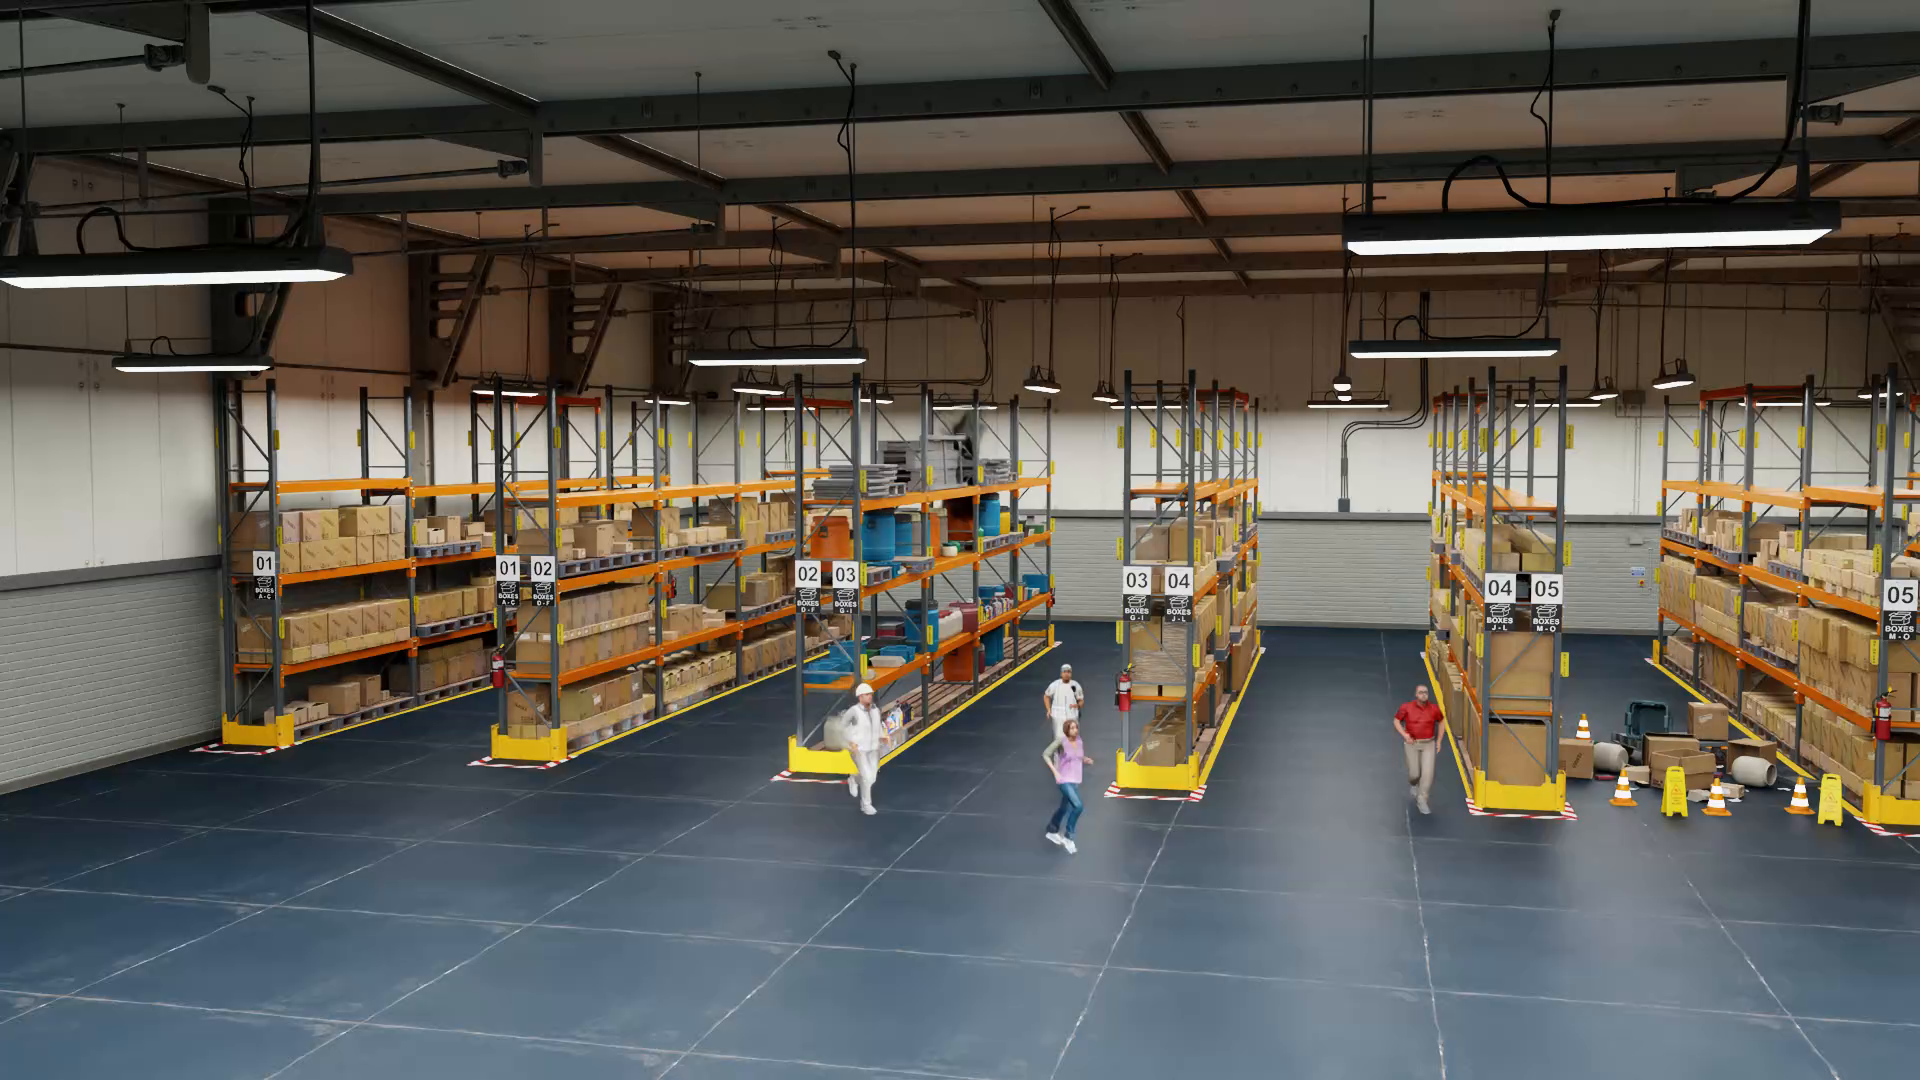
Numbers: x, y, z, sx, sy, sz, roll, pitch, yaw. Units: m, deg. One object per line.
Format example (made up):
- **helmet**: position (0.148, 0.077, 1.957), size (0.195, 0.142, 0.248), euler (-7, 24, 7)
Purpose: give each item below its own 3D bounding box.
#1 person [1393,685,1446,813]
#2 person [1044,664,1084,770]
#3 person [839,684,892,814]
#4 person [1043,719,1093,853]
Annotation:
- **person**: position (6.253, 2.813, 22.605), size (0.700, 1.710, 0.656), euler (1, 3, 10)
- **person**: position (1.572, 2.687, 24.913), size (0.585, 1.640, 0.583), euler (0, 3, -4)
- **person**: position (-1.350, 2.796, 22.495), size (0.646, 1.735, 0.753), euler (-3, 5, -41)
- **person**: position (1.337, 2.995, 20.348), size (0.506, 1.641, 0.701), euler (-3, 5, -45)
